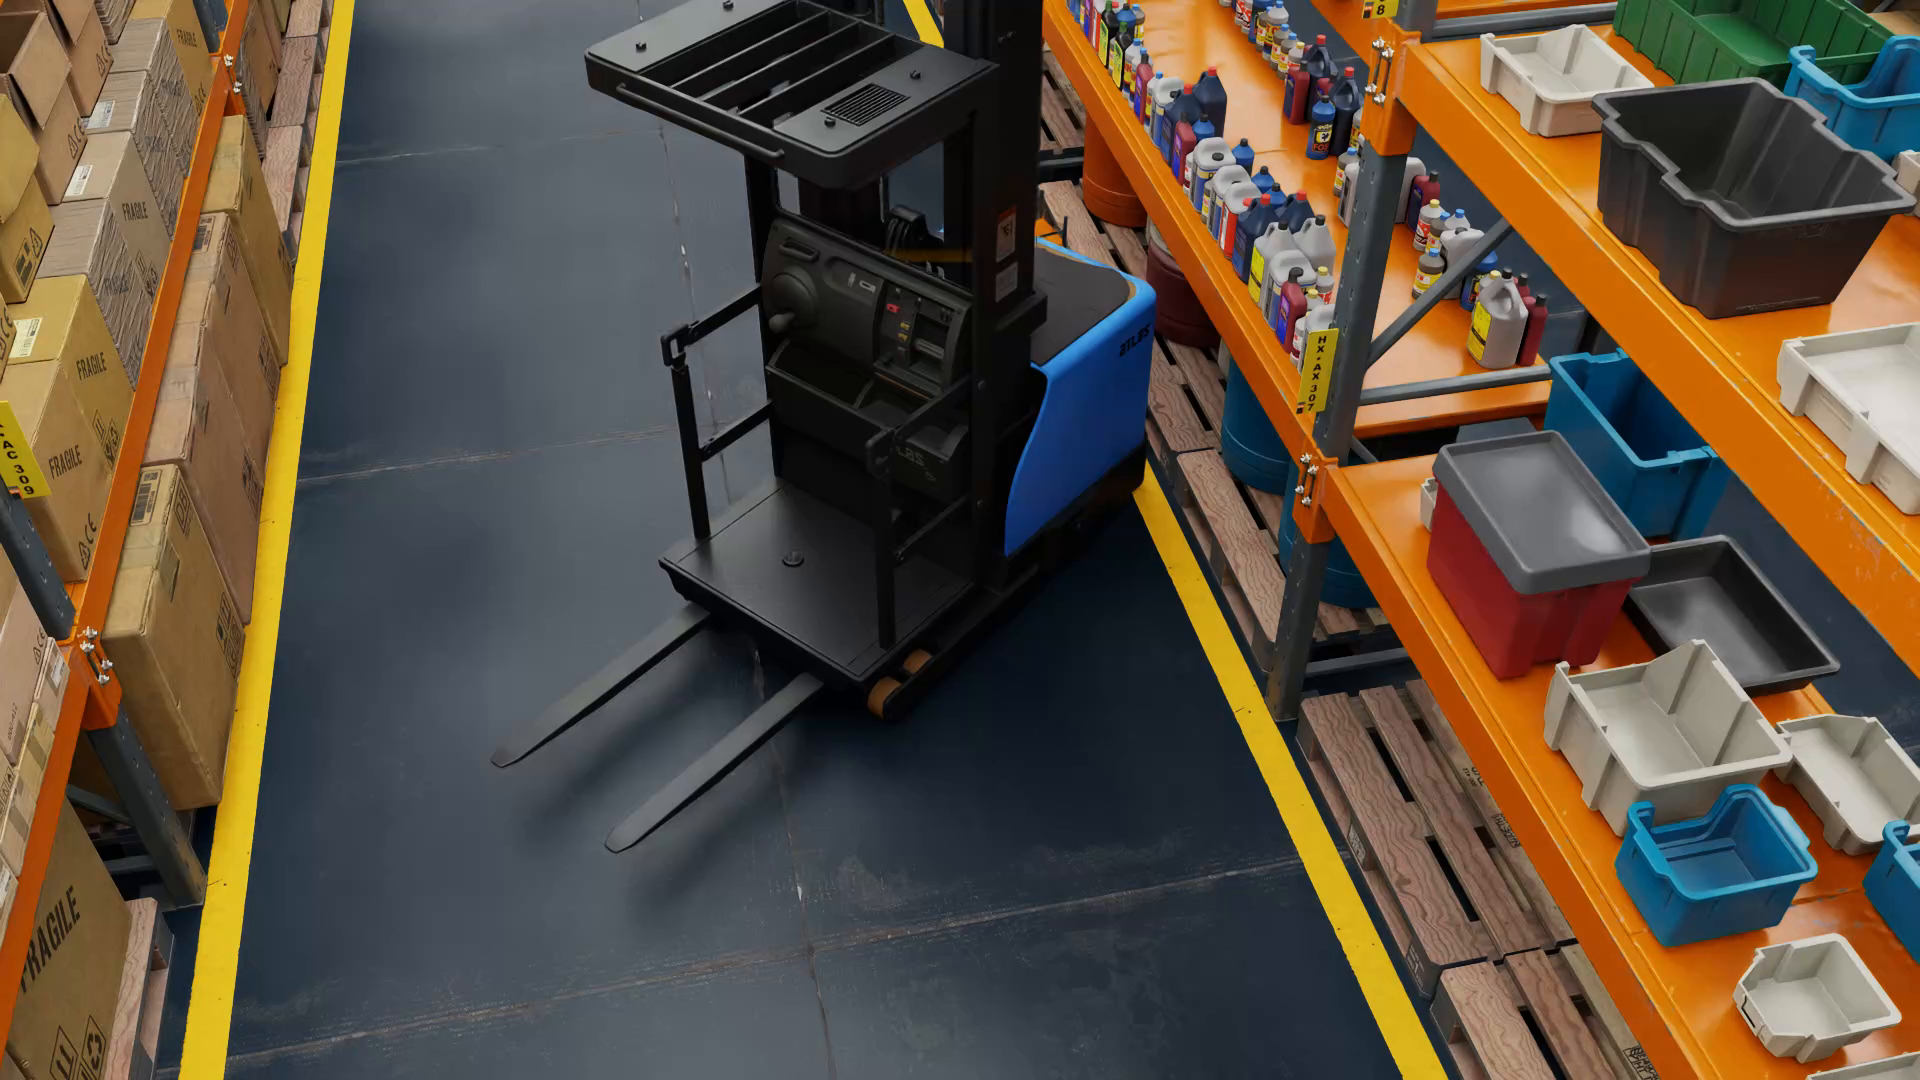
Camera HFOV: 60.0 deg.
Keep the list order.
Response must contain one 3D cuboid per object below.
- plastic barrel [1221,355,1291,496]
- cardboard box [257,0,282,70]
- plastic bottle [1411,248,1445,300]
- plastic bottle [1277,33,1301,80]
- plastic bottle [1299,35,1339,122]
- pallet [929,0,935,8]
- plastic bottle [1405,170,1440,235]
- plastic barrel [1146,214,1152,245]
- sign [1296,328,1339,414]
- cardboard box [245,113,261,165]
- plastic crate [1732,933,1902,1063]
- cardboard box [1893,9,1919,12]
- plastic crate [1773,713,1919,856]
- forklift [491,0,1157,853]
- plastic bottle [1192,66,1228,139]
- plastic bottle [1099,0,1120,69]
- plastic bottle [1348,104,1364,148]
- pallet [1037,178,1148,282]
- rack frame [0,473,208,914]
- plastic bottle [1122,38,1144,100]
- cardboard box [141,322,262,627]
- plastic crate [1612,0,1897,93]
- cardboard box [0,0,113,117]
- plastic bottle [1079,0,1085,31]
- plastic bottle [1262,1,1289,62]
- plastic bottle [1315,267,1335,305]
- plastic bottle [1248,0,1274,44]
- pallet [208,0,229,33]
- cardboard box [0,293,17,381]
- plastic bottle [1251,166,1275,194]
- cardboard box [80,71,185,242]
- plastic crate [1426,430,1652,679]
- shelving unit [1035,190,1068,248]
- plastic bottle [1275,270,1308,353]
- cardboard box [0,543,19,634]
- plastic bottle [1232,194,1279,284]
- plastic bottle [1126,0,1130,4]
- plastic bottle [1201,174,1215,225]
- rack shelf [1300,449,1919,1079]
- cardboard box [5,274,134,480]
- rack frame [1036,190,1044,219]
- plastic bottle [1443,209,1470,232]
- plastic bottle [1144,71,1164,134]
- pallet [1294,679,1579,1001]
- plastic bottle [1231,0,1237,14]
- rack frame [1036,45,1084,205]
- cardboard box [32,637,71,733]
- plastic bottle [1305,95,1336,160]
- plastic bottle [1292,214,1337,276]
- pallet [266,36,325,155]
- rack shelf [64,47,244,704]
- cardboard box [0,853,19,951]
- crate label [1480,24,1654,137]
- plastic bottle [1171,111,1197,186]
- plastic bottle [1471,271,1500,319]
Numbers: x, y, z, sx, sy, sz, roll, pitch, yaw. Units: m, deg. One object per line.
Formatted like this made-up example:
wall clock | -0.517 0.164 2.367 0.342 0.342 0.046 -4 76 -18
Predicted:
plastic barrel | 1.442 -0.705 7.049 0.600 0.901 0.708 -8 42 -9
cardboard box | -4.550 -3.149 10.090 0.700 0.500 0.500 -12 43 -13
plastic bottle | 1.771 -1.006 6.274 0.097 0.201 0.097 0 42 0
plastic bottle | 1.519 -2.231 7.653 0.097 0.201 0.097 0 42 0
plastic bottle | 1.577 -2.042 7.328 0.144 0.351 0.185 -8 42 -9
pallet | 0.176 -4.158 11.775 1.003 0.211 1.213 -8 42 -9
plastic bottle | 1.841 -1.350 6.599 0.061 0.283 0.133 -8 42 -9
plastic barrel | 1.164 -1.671 8.430 0.421 0.512 0.421 0 42 0
sign | 1.158 -0.545 5.396 0.100 0.325 0.005 -8 42 -9
cardboard box | -4.168 -2.063 8.866 0.700 0.500 0.500 -10 43 -12
plastic crate | 1.992 1.091 3.915 0.298 0.136 0.250 -8 42 -9
cardboard box | 5.843 -3.329 10.496 0.500 0.250 0.500 -8 42 -9
plastic crate | 2.365 0.643 4.420 0.293 0.136 0.466 -8 42 -9
forklift | -0.491 -0.775 5.916 1.130 2.935 3.031 28 49 28
plastic bottle | 1.060 -1.872 7.137 0.144 0.351 0.185 -8 42 -9
plastic bottle | 0.694 -2.348 7.723 0.061 0.283 0.133 -8 42 -9
plastic bottle | 1.699 -1.718 7.023 0.097 0.271 0.097 0 42 0
pallet | 1.043 -1.564 8.853 1.003 0.211 1.213 -8 42 -9
rack frame | -3.141 0.191 4.776 1.000 3.000 0.127 -8 42 -9
plastic bottle | 0.787 -2.122 7.478 0.097 0.271 0.097 0 42 0
cardboard box | -3.492 -0.163 6.458 1.225 0.875 0.875 -10 43 -11
plastic crate | 2.082 -1.330 4.389 0.450 0.188 0.662 -8 42 -9
cardboard box | -3.724 -1.916 6.317 0.797 0.503 0.637 -7 42 -8
plastic bottle | 0.629 -2.568 8.034 0.097 0.201 0.097 0 42 0
plastic bottle | 1.477 -2.383 7.772 0.097 0.271 0.097 0 42 0
plastic bottle | 1.334 -0.921 6.177 0.097 0.201 0.097 0 42 0
plastic bottle | 1.435 -2.509 7.914 0.097 0.271 0.097 0 42 0
pallet | -4.262 -2.777 8.263 1.213 0.211 1.003 -8 42 -9
cardboard box | -3.286 -0.635 4.874 0.797 0.503 0.637 -9 42 -10
plastic bottle | 1.196 -1.361 6.620 0.097 0.271 0.097 0 42 0
cardboard box | -3.438 -1.495 6.599 0.500 0.500 0.500 -10 42 -11
plastic crate | 1.644 0.049 4.841 0.402 0.464 0.583 -8 42 -9
shelving unit | 0.328 -1.071 7.665 0.215 1.050 0.252 -15 44 -17
plastic bottle | 1.201 -0.828 6.011 0.061 0.283 0.133 -8 42 -9
cardboard box | -2.780 0.115 4.185 0.500 0.500 0.500 -7 42 -8
plastic bottle | 1.138 -1.169 6.345 0.144 0.351 0.185 -8 42 -9
plastic bottle | 0.759 -2.760 8.194 0.152 0.276 0.135 -8 42 -9
plastic bottle | 1.026 -1.376 6.690 0.097 0.201 0.097 0 42 0
rack shelf | 2.127 1.047 4.353 1.077 0.370 4.000 -8 42 -9
cardboard box | -3.105 -0.506 5.486 0.500 0.500 0.500 -8 42 -9
rack frame | 0.281 -1.146 7.750 0.200 1.050 0.008 -15 44 -17
plastic bottle | 1.891 -1.142 6.374 0.097 0.271 0.097 0 42 0
plastic bottle | 0.858 -1.909 7.238 0.097 0.271 0.097 0 42 0
pallet | 1.892 0.995 5.970 1.003 0.211 1.213 -8 42 -9
plastic bottle | 1.386 -2.717 8.140 0.061 0.283 0.133 -8 42 -9
rack frame | 0.832 -3.112 8.496 1.000 3.000 0.127 -8 42 -9
cardboard box | -2.755 0.435 4.689 0.380 0.149 0.250 -8 42 -9
plastic bottle | 1.537 -1.761 7.071 0.097 0.271 0.097 0 42 0
plastic bottle | 1.319 -1.070 6.233 0.144 0.351 0.185 -8 42 -9
pallet | -4.431 -2.655 10.082 1.003 0.211 1.213 -8 42 -9
rack shelf | -3.572 -0.837 6.475 1.077 0.370 4.000 -8 42 -9
cardboard box | -2.588 0.935 4.126 0.380 0.149 0.250 -8 42 -8
crate label | 1.519 -1.184 4.263 0.293 0.136 0.466 -8 42 -9
plastic bottle | 0.934 -1.629 6.914 0.061 0.283 0.133 -8 42 -9
plastic bottle | 1.962 -0.902 6.156 0.097 0.201 0.097 0 42 0
